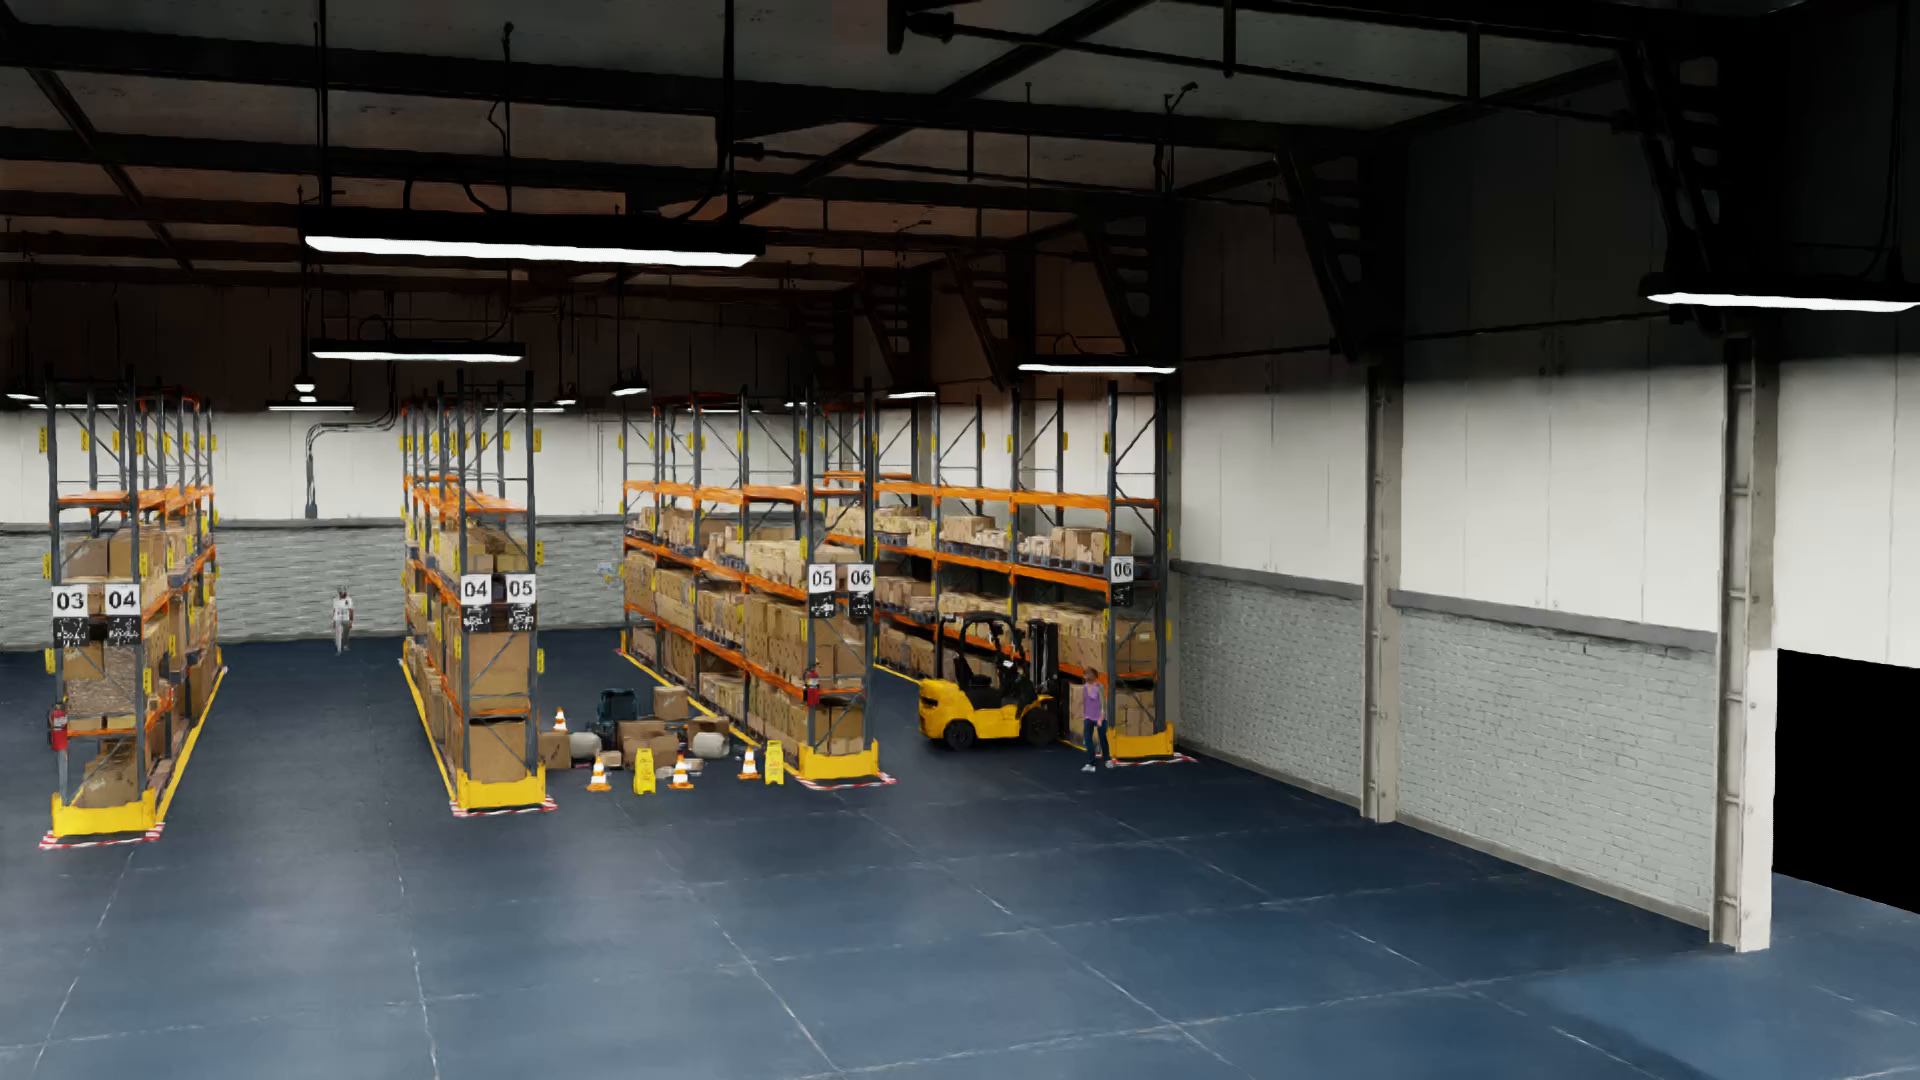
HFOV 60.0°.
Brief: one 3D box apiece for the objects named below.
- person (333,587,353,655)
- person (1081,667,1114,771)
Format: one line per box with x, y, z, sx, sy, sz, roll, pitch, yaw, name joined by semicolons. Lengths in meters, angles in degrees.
-14.616;1.887;39.416;0.445;1.590;1.091;-1;4;-23;person
2.097;2.725;25.447;0.461;1.579;0.554;3;4;39;person
